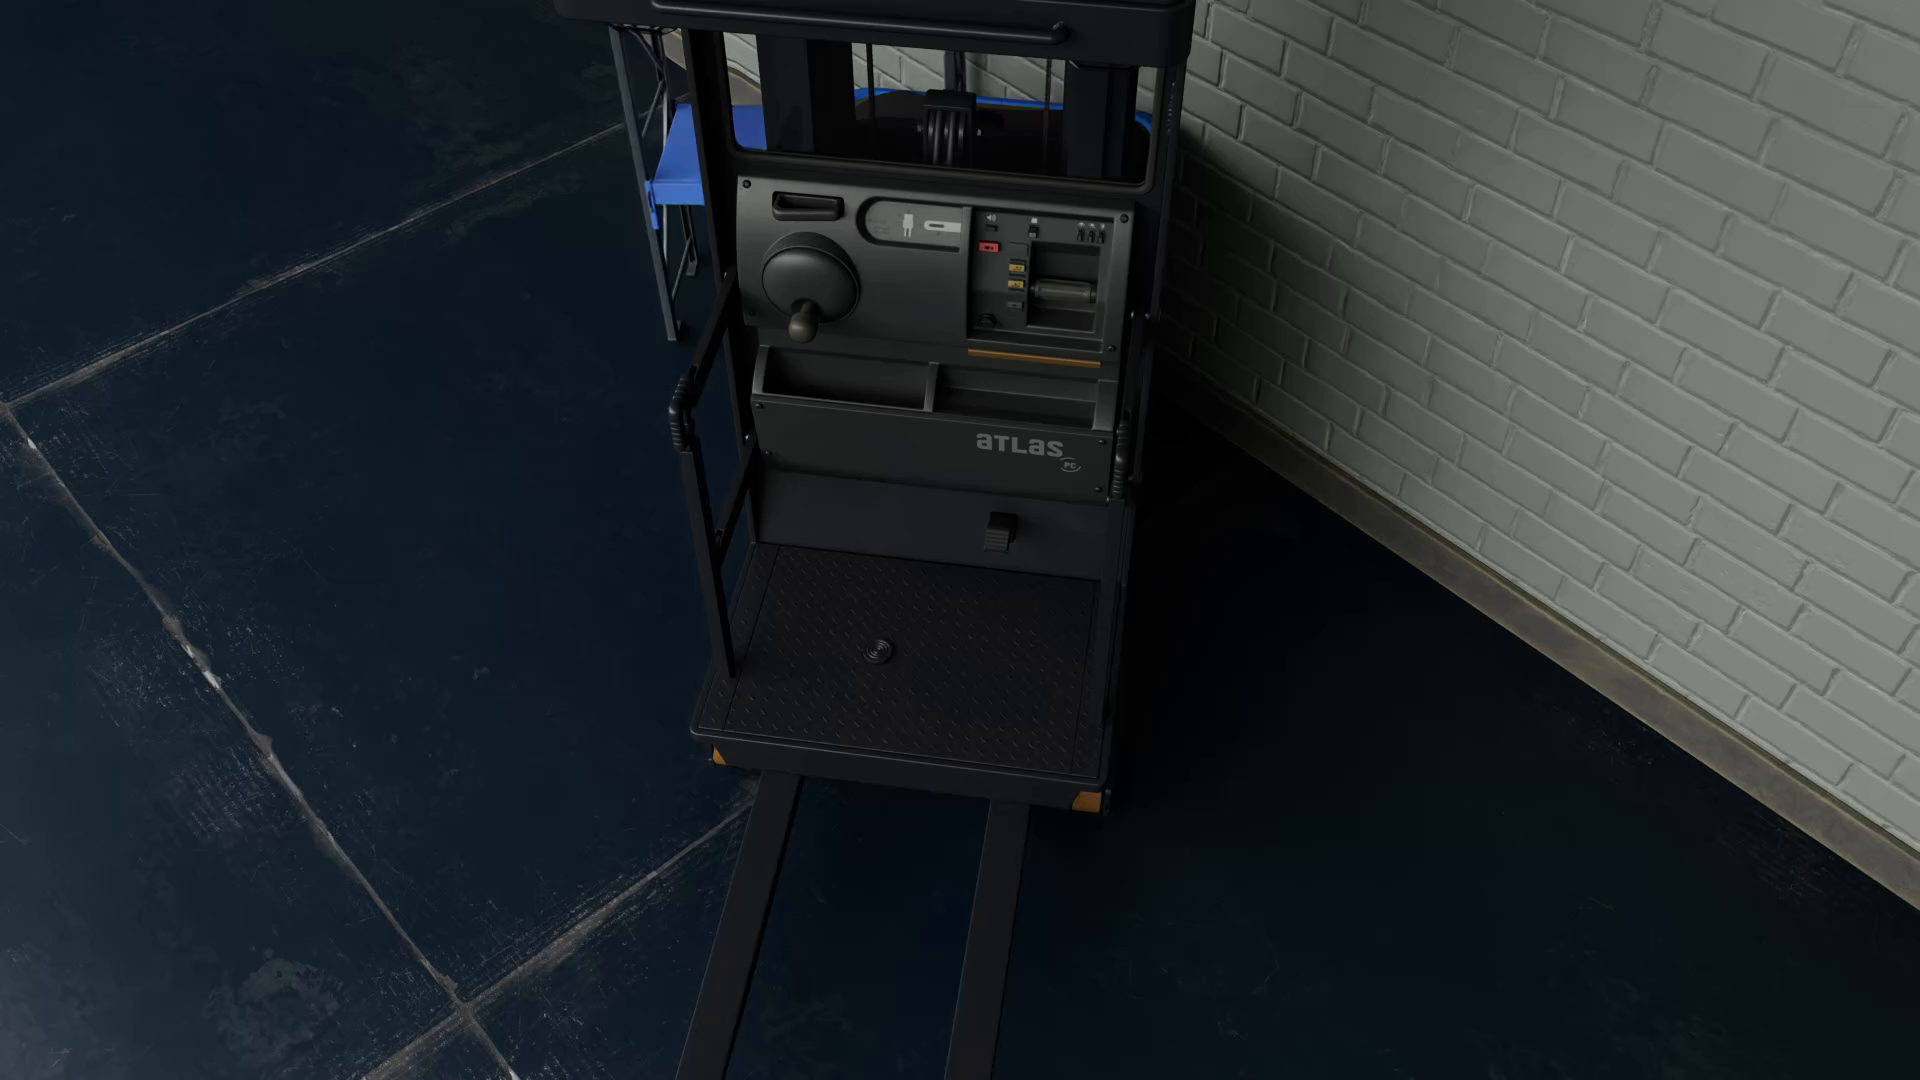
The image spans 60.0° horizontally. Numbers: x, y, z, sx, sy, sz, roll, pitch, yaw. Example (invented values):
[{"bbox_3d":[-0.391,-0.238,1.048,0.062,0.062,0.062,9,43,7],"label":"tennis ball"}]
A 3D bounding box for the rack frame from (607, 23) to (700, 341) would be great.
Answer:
[{"bbox_3d":[-1.024,-1.408,5.522,0.032,1.500,0.500,1,45,3],"label":"rack frame"}]

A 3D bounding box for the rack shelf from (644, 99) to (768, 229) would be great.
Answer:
[{"bbox_3d":[-0.512,-1.273,5.622,1.000,0.185,0.538,1,45,3],"label":"rack shelf"}]

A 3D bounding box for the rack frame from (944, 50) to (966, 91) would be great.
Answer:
[{"bbox_3d":[-0.009,-1.391,5.466,0.032,1.500,0.500,1,45,3],"label":"rack frame"}]

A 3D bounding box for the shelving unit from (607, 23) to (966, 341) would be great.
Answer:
[{"bbox_3d":[-0.517,-1.399,5.494,1.048,1.500,0.538,1,45,3],"label":"shelving unit"}]

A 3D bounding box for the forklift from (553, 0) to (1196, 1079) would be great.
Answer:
[{"bbox_3d":[-0.095,-0.538,3.752,1.130,2.935,3.031,6,48,6],"label":"forklift"}]
